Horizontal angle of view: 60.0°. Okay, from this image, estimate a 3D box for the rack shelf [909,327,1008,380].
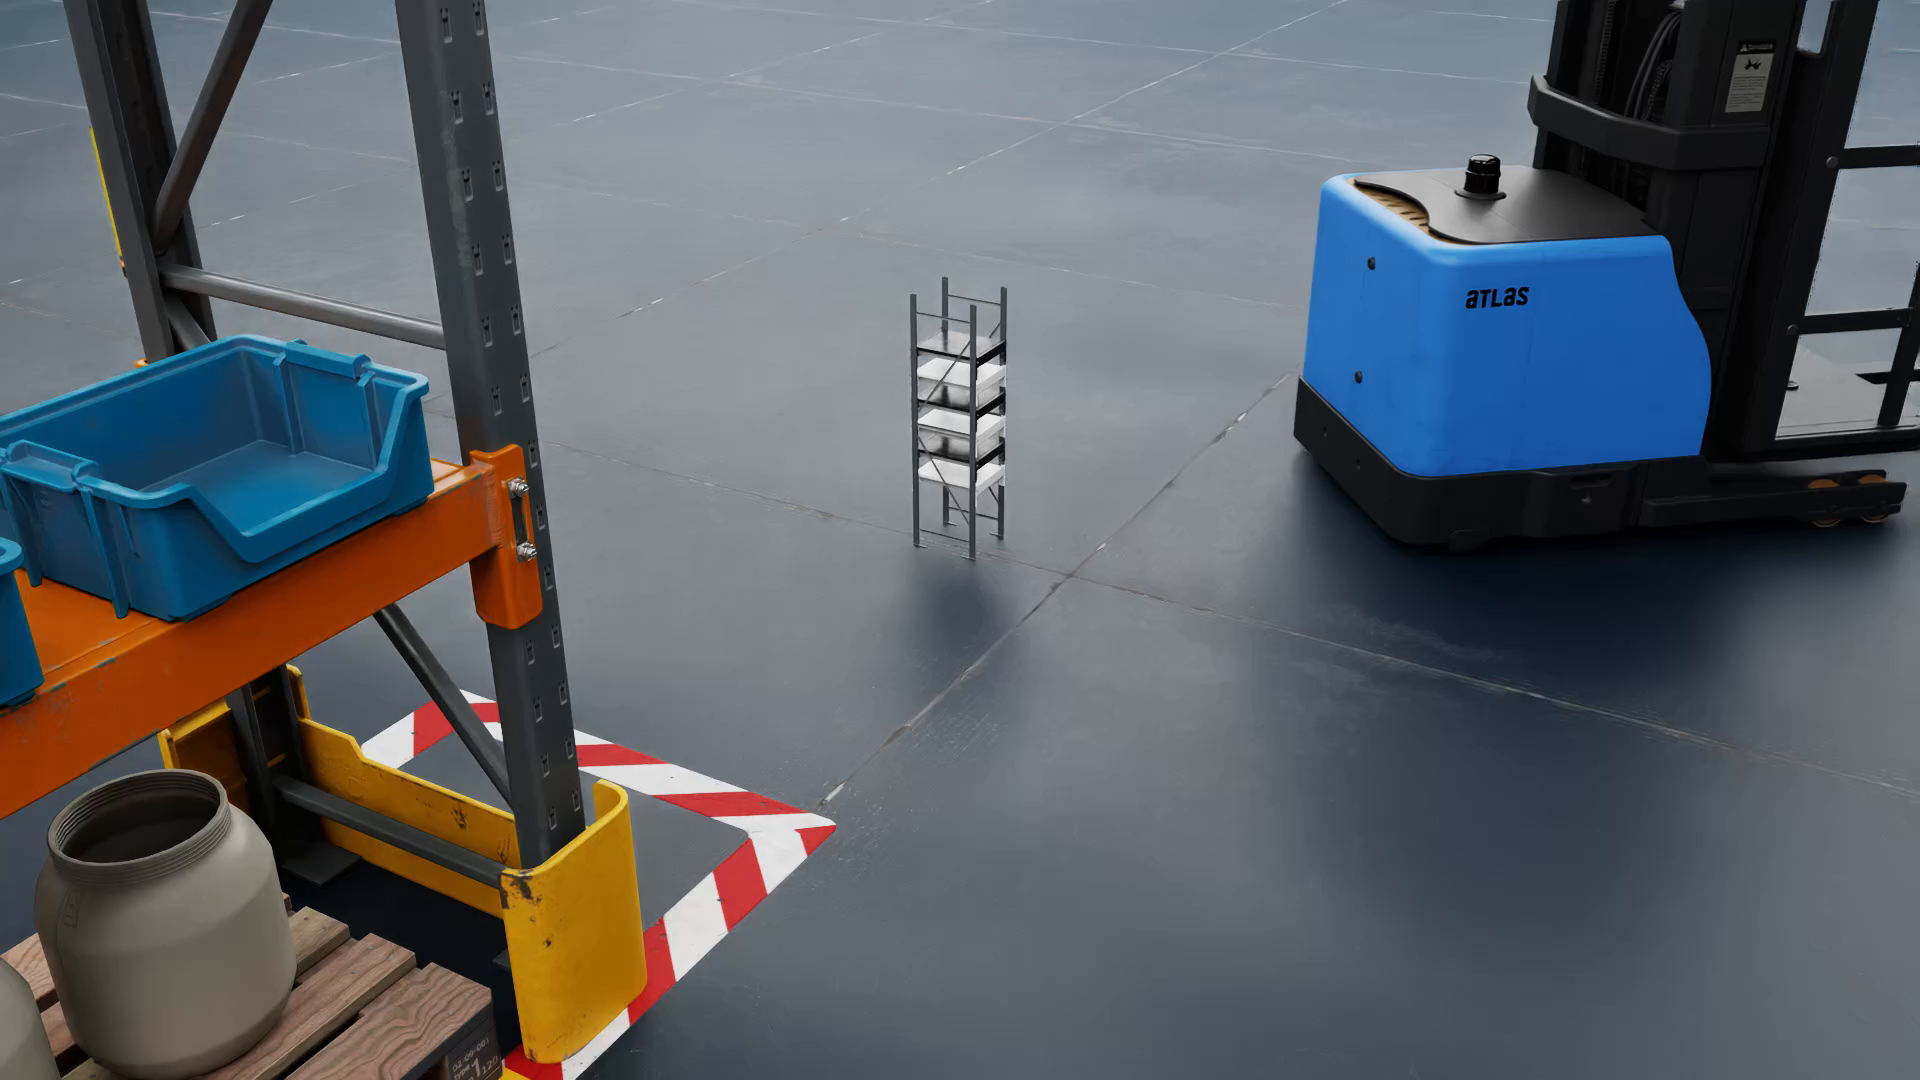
[{"bbox_3d":[-0.004,-0.611,5.436,0.258,0.077,0.200,14,30,26],"label":"rack shelf"}]

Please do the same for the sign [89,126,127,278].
[{"bbox_3d":[-1.756,-0.701,3.489,0.100,0.325,0.005,14,30,26],"label":"sign"}]

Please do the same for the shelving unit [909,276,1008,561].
[{"bbox_3d":[-0.004,-0.399,5.542,0.258,0.900,0.210,14,30,26],"label":"shelving unit"}]

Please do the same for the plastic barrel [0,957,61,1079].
[{"bbox_3d":[-1.783,0.939,2.833,0.421,0.512,0.421,0,27,0],"label":"plastic barrel"}]

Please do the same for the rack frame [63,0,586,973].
[{"bbox_3d":[-1.279,-0.454,3.306,1.000,3.000,0.127,14,30,26],"label":"rack frame"}]

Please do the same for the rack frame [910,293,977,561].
[{"bbox_3d":[-0.054,-0.360,5.463,0.240,0.900,0.006,14,30,26],"label":"rack frame"}]

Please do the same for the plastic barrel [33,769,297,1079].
[{"bbox_3d":[-1.536,0.744,3.223,0.421,0.512,0.421,0,27,0],"label":"plastic barrel"}]

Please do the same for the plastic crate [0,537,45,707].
[{"bbox_3d":[-1.589,0.125,2.315,0.499,0.251,0.408,14,30,26],"label":"plastic crate"}]

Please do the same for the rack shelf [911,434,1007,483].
[{"bbox_3d":[-0.004,-0.289,5.597,0.258,0.077,0.200,14,30,26],"label":"rack shelf"}]

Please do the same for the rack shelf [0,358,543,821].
[{"bbox_3d":[-2.263,0.647,1.910,1.077,0.370,4.000,14,30,26],"label":"rack shelf"}]

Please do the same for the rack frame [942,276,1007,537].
[{"bbox_3d":[0.046,-0.439,5.621,0.240,0.900,0.006,14,30,26],"label":"rack frame"}]

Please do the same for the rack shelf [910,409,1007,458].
[{"bbox_3d":[-0.004,-0.369,5.557,0.258,0.077,0.200,14,30,26],"label":"rack shelf"}]

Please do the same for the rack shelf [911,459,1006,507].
[{"bbox_3d":[-0.004,-0.208,5.638,0.258,0.077,0.200,14,30,26],"label":"rack shelf"}]

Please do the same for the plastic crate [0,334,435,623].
[{"bbox_3d":[-1.265,-0.127,2.818,0.499,0.251,0.616,14,30,26],"label":"plastic crate"}]

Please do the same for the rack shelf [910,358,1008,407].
[{"bbox_3d":[-0.004,-0.530,5.477,0.258,0.077,0.200,14,30,26],"label":"rack shelf"}]

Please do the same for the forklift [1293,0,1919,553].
[{"bbox_3d":[2.850,-1.582,5.637,3.031,2.935,1.130,-5,27,-10],"label":"forklift"}]

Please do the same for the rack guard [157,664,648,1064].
[{"bbox_3d":[-1.276,0.704,3.786,1.175,0.500,0.348,14,30,26],"label":"rack guard"}]

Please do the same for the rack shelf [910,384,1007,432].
[{"bbox_3d":[-0.004,-0.450,5.517,0.258,0.077,0.200,14,30,26],"label":"rack shelf"}]

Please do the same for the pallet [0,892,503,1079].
[{"bbox_3d":[-1.680,1.148,3.220,1.003,0.211,1.213,14,30,26],"label":"pallet"}]
